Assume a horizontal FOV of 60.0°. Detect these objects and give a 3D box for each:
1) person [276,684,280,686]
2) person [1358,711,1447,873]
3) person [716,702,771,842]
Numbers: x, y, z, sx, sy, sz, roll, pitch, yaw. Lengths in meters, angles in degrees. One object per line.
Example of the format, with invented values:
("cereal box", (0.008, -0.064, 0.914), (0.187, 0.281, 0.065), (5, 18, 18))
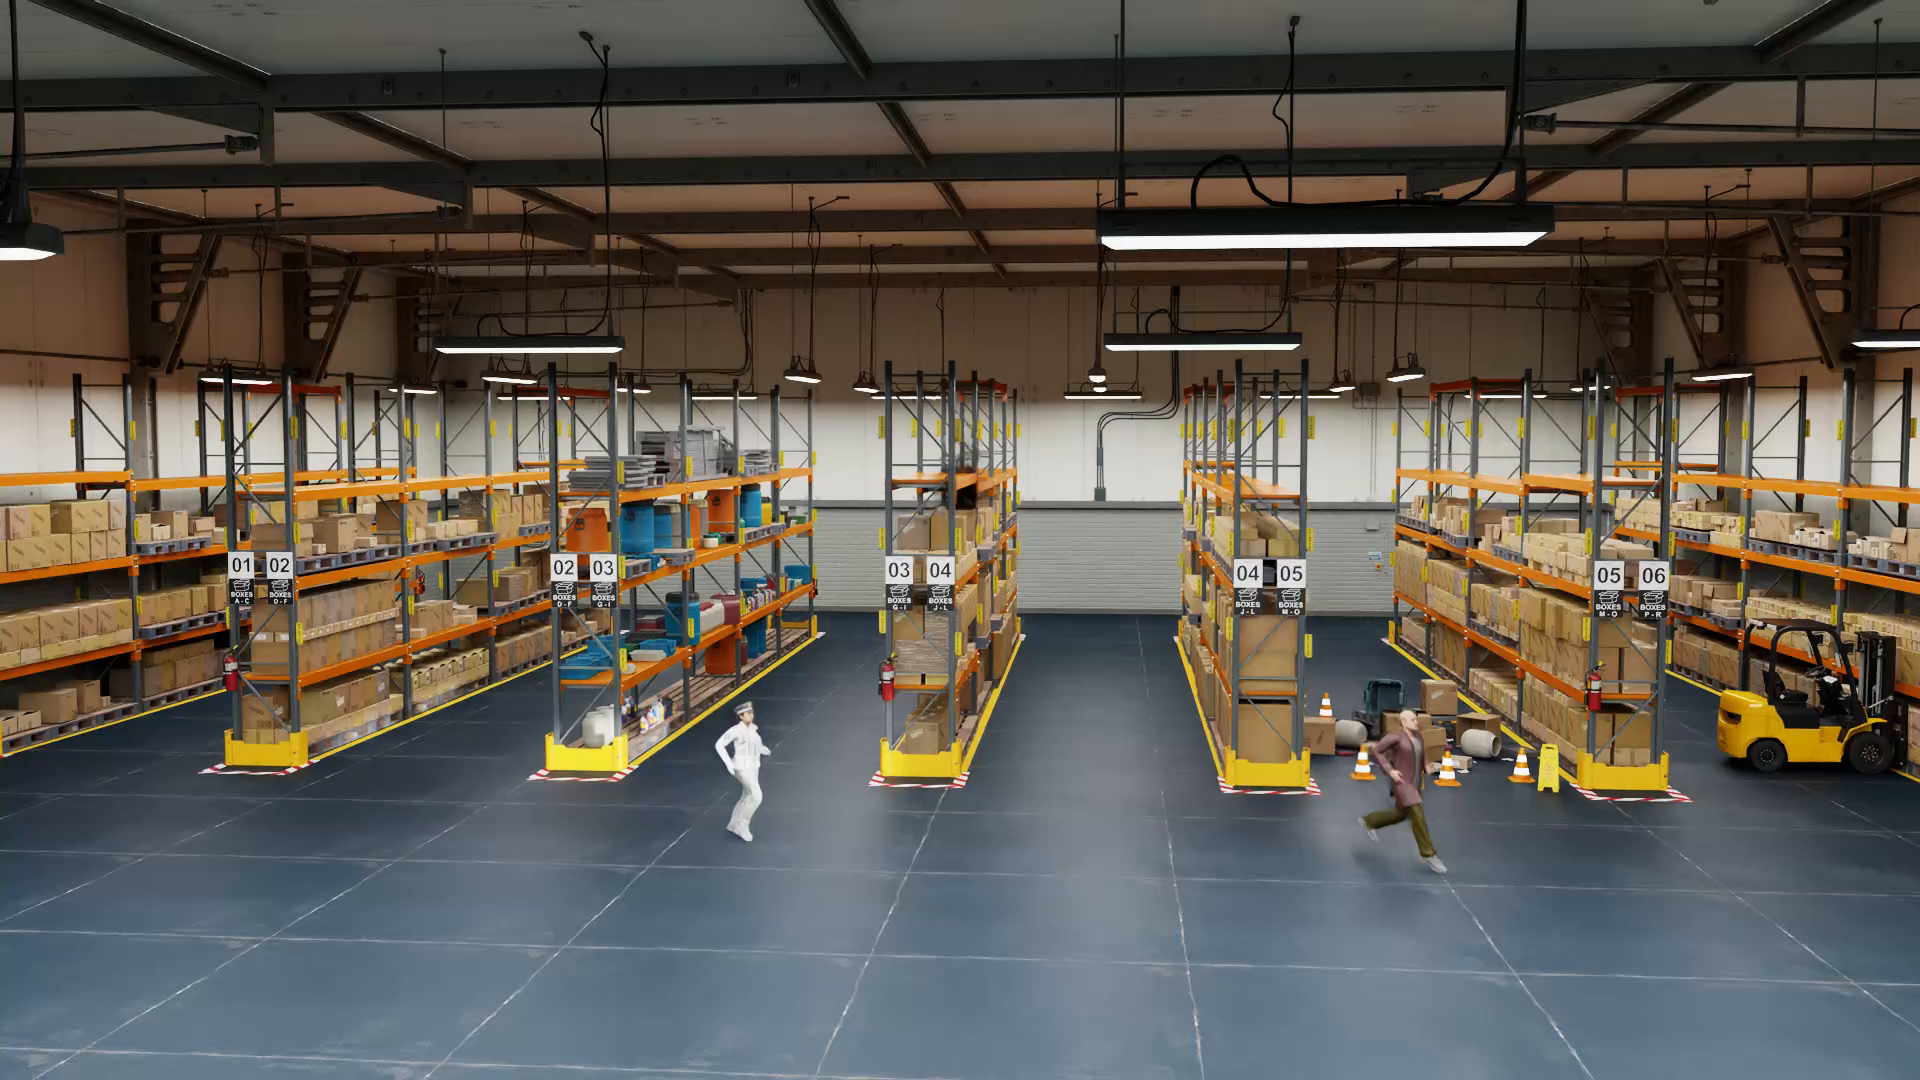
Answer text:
("person", (-12.240, 2.168, 30.220), (0.597, 1.747, 0.718), (0, 4, -4))
("person", (5.153, 2.858, 19.291), (1.222, 1.790, 0.672), (4, 5, 43))
("person", (-2.593, 2.822, 20.318), (0.673, 1.706, 0.579), (2, 4, 29))
